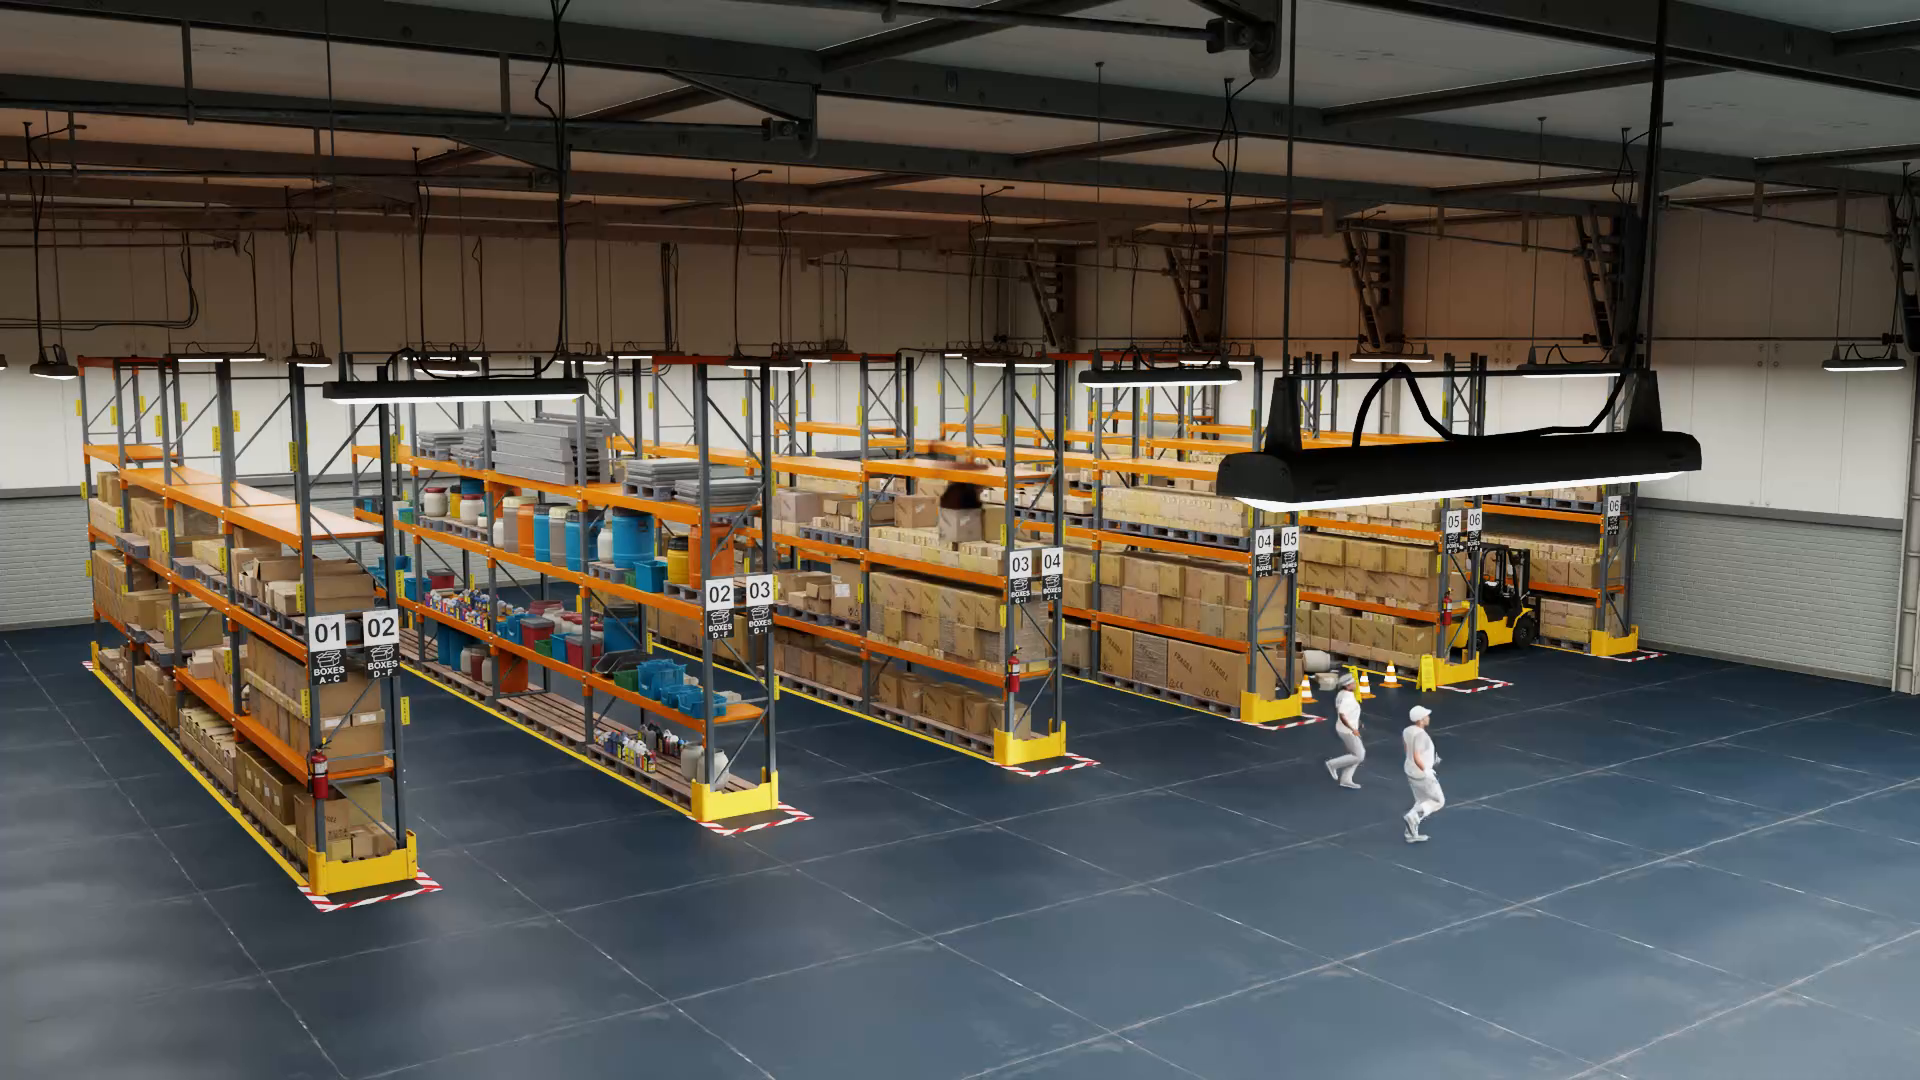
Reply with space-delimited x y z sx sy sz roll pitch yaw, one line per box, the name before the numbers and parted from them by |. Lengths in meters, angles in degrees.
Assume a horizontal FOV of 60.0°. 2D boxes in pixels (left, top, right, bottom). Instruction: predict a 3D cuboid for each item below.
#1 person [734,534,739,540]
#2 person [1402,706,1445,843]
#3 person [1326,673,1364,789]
person | -5.562 0.613 40.301 0.632 1.684 0.823 3 7 21
person | 5.816 2.943 20.906 0.583 1.745 0.664 -1 7 -9
person | 5.432 2.687 23.455 0.558 1.661 0.584 0 7 3
